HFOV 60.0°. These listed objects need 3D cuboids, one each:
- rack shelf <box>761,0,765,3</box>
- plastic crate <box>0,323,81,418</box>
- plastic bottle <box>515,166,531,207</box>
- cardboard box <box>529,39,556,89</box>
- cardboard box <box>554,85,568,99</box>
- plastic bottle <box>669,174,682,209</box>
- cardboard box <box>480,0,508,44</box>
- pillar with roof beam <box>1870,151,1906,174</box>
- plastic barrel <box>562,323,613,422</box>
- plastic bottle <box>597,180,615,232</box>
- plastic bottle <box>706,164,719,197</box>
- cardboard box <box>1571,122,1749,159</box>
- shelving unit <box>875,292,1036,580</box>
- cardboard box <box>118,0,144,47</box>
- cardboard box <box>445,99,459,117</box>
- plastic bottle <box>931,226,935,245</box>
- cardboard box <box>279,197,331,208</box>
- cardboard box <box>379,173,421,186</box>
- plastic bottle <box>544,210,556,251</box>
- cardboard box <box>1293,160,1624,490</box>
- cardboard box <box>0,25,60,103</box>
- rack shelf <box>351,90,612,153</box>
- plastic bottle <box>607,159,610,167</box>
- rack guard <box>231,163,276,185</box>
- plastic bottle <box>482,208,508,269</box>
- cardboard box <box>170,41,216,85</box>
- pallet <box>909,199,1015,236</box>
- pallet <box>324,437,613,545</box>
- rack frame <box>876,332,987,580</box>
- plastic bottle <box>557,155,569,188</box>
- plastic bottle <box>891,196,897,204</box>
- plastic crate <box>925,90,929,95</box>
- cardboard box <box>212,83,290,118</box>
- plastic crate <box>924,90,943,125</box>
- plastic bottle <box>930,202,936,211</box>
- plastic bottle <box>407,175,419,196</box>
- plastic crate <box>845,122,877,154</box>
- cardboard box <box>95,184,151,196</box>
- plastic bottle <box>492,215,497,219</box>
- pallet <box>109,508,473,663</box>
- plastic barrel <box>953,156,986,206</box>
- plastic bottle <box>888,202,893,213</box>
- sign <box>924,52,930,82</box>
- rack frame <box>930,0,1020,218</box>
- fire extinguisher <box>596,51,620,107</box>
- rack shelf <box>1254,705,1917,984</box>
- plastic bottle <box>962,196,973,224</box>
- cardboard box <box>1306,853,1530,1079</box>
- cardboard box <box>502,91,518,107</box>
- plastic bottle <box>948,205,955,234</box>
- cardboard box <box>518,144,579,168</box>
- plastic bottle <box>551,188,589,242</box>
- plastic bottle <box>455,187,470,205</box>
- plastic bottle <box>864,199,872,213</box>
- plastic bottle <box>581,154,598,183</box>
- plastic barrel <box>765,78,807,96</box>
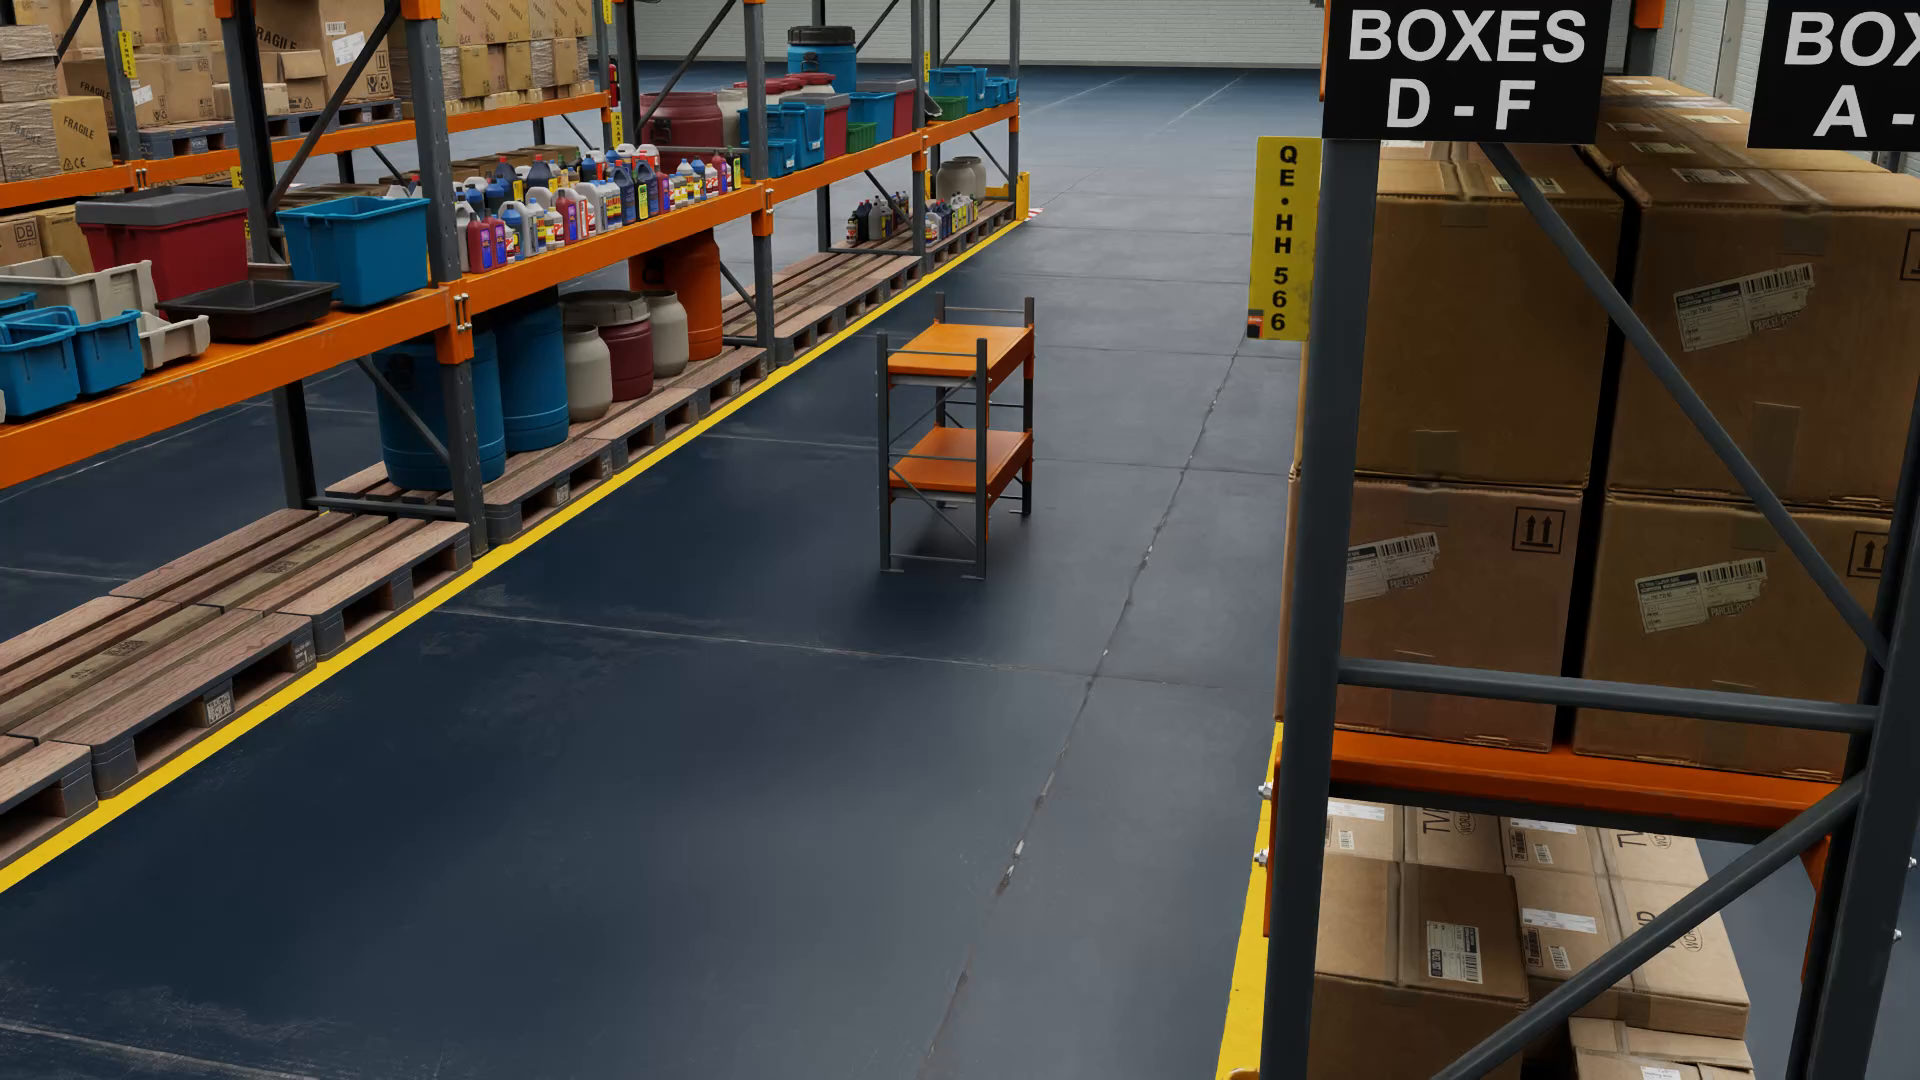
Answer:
[{"bbox_3d":[-1.304,-4.342,12.730,1.077,0.370,4.000,5,19,13],"label":"rack shelf"},{"bbox_3d":[-3.046,-0.541,5.298,0.416,0.233,0.300,5,19,13],"label":"plastic crate"},{"bbox_3d":[-2.551,-2.032,9.688,0.152,0.276,0.135,5,19,13],"label":"plastic bottle"},{"bbox_3d":[-4.972,-5.233,18.252,0.875,0.500,0.500,5,19,13],"label":"cardboard box"},{"bbox_3d":[-4.659,-5.072,18.784,0.380,0.149,0.250,5,19,13],"label":"cardboard box"},{"bbox_3d":[-1.723,-2.091,9.976,0.097,0.201,0.097,0,19,0],"label":"plastic bottle"},{"bbox_3d":[-5.018,-5.376,17.125,0.500,0.500,0.500,5,19,13],"label":"cardboard box"},{"bbox_3d":[7.728,-9.132,21.003,9.100,9.000,0.400,5,19,13],"label":"pillar with roof beam"},{"bbox_3d":[-2.223,-0.964,9.569,0.421,0.512,0.421,0,19,0],"label":"plastic barrel"},{"bbox_3d":[-1.950,-1.833,9.113,0.097,0.271,0.097,0,19,0],"label":"plastic bottle"},{"bbox_3d":[-1.580,-2.274,10.512,0.097,0.201,0.097,0,19,0],"label":"plastic bottle"},{"bbox_3d":[1.667,-0.695,3.881,0.500,0.500,0.500,5,19,14],"label":"cardboard box"},{"bbox_3d":[-0.002,-0.530,8.000,0.538,1.125,1.048,5,19,13],"label":"shelving unit"},{"bbox_3d":[-9.871,-5.905,18.934,0.875,0.550,0.500,5,19,13],"label":"cardboard box"},{"bbox_3d":[-5.200,-4.283,16.474,0.380,0.149,0.250,5,19,13],"label":"cardboard box"},{"bbox_3d":[-0.287,-2.870,15.599,0.097,0.201,0.097,0,19,0],"label":"plastic bottle"},{"bbox_3d":[-6.060,-2.792,14.907,0.700,0.500,0.500,3,19,9],"label":"cardboard box"},{"bbox_3d":[-5.482,-3.419,16.773,0.500,0.500,0.500,4,19,12],"label":"cardboard box"},{"bbox_3d":[-2.119,-1.582,8.487,0.097,0.201,0.097,0,19,0],"label":"plastic bottle"},{"bbox_3d":[0.897,-0.417,3.068,0.500,0.500,0.500,4,19,13],"label":"cardboard box"},{"bbox_3d":[-6.790,-3.321,11.563,0.797,0.503,0.637,5,20,15],"label":"cardboard box"},{"bbox_3d":[-5.129,-4.567,18.031,1.077,0.370,4.000,5,19,13],"label":"rack shelf"},{"bbox_3d":[-2.290,-2.367,10.784,0.097,0.201,0.097,0,19,0],"label":"plastic bottle"},{"bbox_3d":[-9.420,-4.782,21.415,1.175,0.500,0.348,5,19,13],"label":"rack guard"},{"bbox_3d":[-2.234,-1.450,7.972,0.061,0.283,0.133,5,19,13],"label":"plastic bottle"},{"bbox_3d":[-9.586,-5.735,20.104,0.875,0.550,0.550,5,19,13],"label":"cardboard box"},{"bbox_3d":[-0.015,-3.542,18.230,1.003,0.211,1.213,5,19,13],"label":"pallet"},{"bbox_3d":[-2.541,-0.301,8.742,1.003,0.211,1.213,5,19,13],"label":"pallet"},{"bbox_3d":[-0.126,-0.371,7.533,0.500,1.125,0.032,5,19,13],"label":"rack frame"},{"bbox_3d":[-2.458,-2.215,10.211,0.061,0.283,0.133,5,19,13],"label":"plastic bottle"},{"bbox_3d":[-0.691,-3.378,16.976,0.097,0.271,0.097,0,19,0],"label":"plastic bottle"},{"bbox_3d":[-0.369,-4.763,17.900,0.298,0.136,0.250,5,19,13],"label":"plastic crate"},{"bbox_3d":[-5.963,-3.662,13.850,0.500,0.250,0.500,4,19,12],"label":"cardboard box"},{"bbox_3d":[-0.564,-4.014,15.395,0.767,0.338,0.504,5,19,13],"label":"plastic crate"},{"bbox_3d":[-0.215,-3.225,16.522,0.152,0.276,0.135,5,19,13],"label":"plastic bottle"},{"bbox_3d":[-2.817,-1.730,8.689,0.144,0.351,0.185,5,19,13],"label":"plastic bottle"},{"bbox_3d":[-0.967,-3.221,13.305,0.450,0.188,0.662,5,19,13],"label":"plastic crate"},{"bbox_3d":[-9.965,-4.372,18.983,0.875,0.875,0.875,5,19,14],"label":"cardboard box"},{"bbox_3d":[-2.323,-1.522,8.309,0.097,0.201,0.097,0,19,0],"label":"plastic bottle"},{"bbox_3d":[-2.912,0.171,7.360,1.003,0.211,1.213,5,19,13],"label":"pallet"},{"bbox_3d":[0.075,-3.952,18.317,0.421,0.512,0.421,0,19,0],"label":"plastic barrel"},{"bbox_3d":[-0.706,-3.198,16.432,0.061,0.283,0.133,5,19,13],"label":"plastic bottle"},{"bbox_3d":[-0.370,-5.319,18.691,0.100,0.325,0.005,5,19,13],"label":"sign"},{"bbox_3d":[0.162,-5.143,18.604,1.000,3.000,0.127,5,19,13],"label":"rack frame"},{"bbox_3d":[-4.166,-5.497,19.761,0.296,0.674,0.183,5,19,13],"label":"fire extinguisher"},{"bbox_3d":[1.544,-0.022,4.725,1.077,0.370,4.000,5,19,13],"label":"rack shelf"},{"bbox_3d":[0.050,-3.375,16.962,0.152,0.276,0.135,5,19,14],"label":"plastic bottle"},{"bbox_3d":[0.949,1.049,3.662,0.500,0.500,0.500,5,19,13],"label":"cardboard box"},{"bbox_3d":[-4.920,-4.676,17.627,0.380,0.149,0.250,5,19,13],"label":"cardboard box"},{"bbox_3d":[-0.089,-3.140,16.262,0.061,0.283,0.133,6,20,16],"label":"plastic bottle"},{"bbox_3d":[-4.810,-4.356,19.517,0.500,0.500,0.500,9,21,23],"label":"cardboard box"},{"bbox_3d":[-2.061,-1.728,8.799,0.152,0.276,0.135,5,19,13],"label":"plastic bottle"},{"bbox_3d":[-2.649,-1.739,8.836,0.097,0.271,0.097,0,19,0],"label":"plastic bottle"},{"bbox_3d":[-0.890,-3.129,16.125,0.144,0.351,0.185,4,19,11],"label":"plastic bottle"},{"bbox_3d":[-2.321,-2.281,10.423,0.097,0.271,0.097,0,19,0],"label":"plastic bottle"},{"bbox_3d":[-1.441,-3.441,13.411,0.433,0.535,0.433,0,19,0],"label":"plastic barrel"}]
